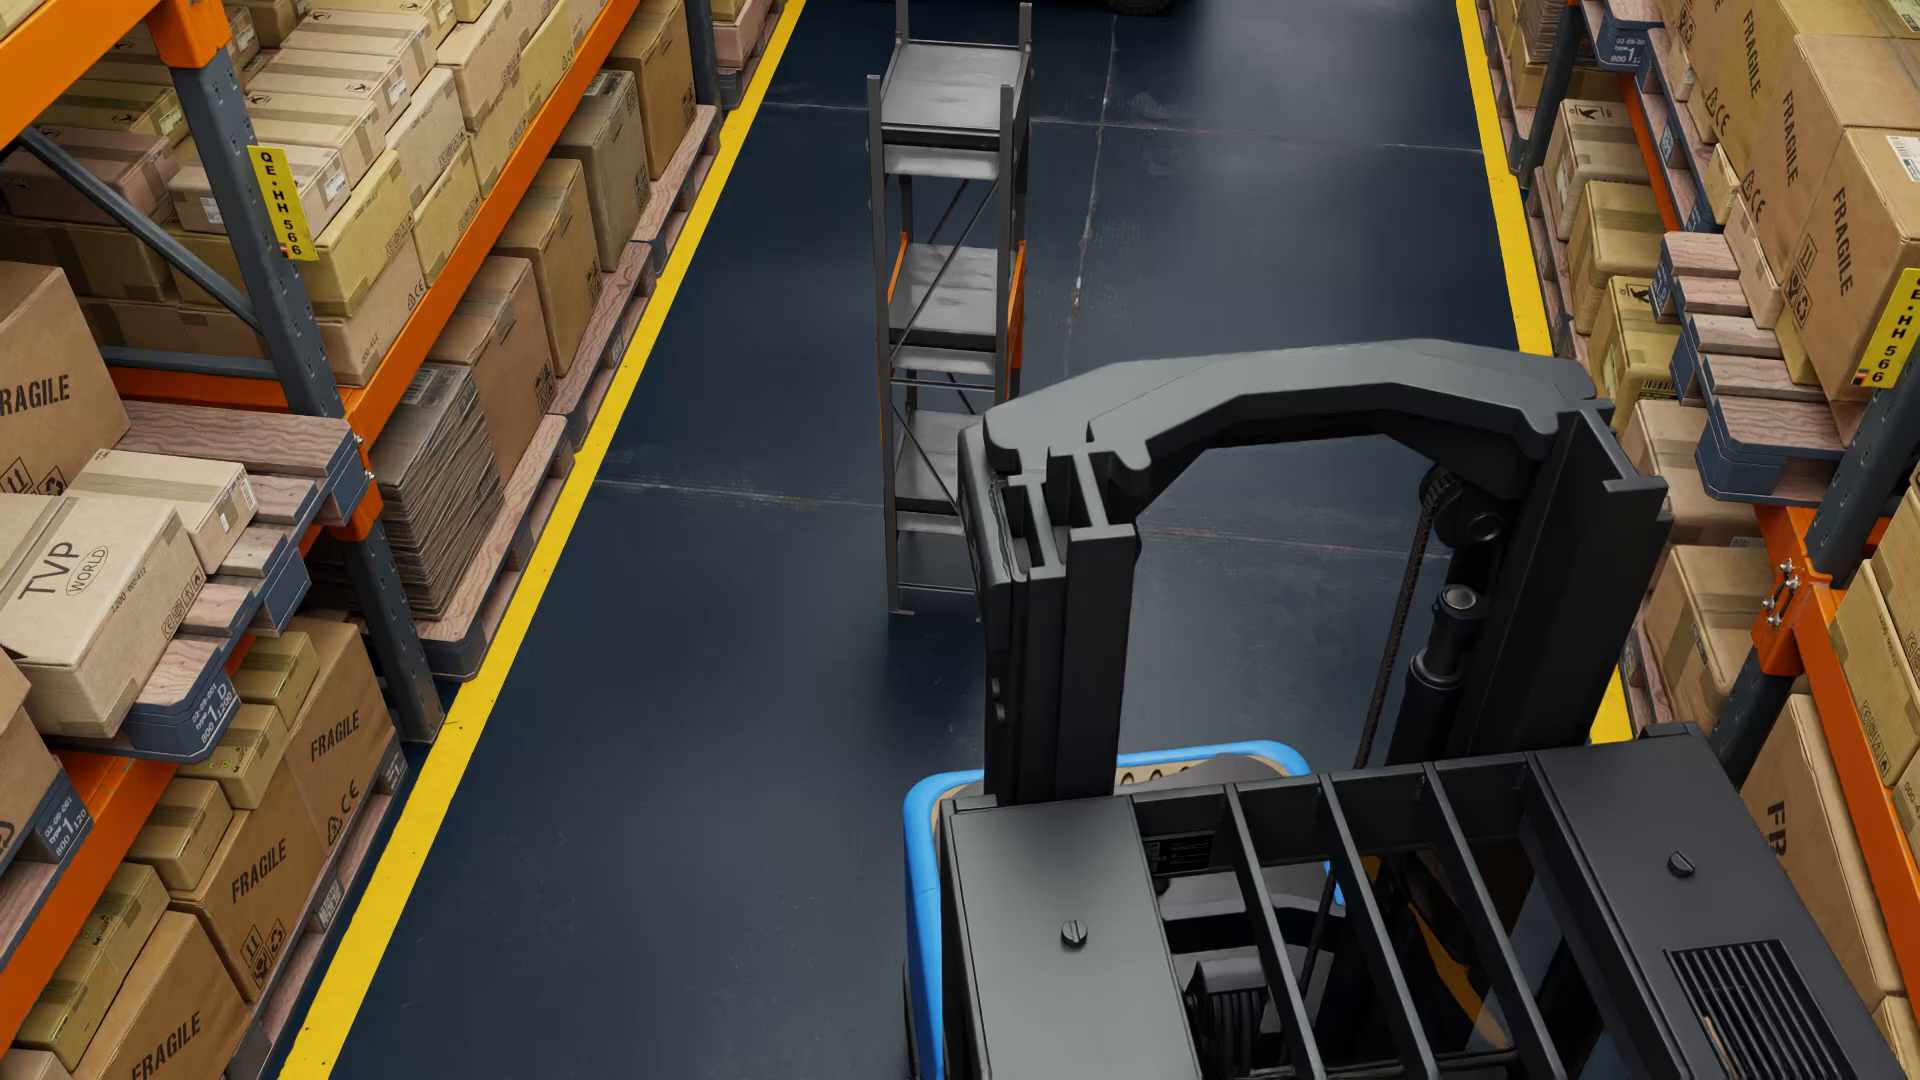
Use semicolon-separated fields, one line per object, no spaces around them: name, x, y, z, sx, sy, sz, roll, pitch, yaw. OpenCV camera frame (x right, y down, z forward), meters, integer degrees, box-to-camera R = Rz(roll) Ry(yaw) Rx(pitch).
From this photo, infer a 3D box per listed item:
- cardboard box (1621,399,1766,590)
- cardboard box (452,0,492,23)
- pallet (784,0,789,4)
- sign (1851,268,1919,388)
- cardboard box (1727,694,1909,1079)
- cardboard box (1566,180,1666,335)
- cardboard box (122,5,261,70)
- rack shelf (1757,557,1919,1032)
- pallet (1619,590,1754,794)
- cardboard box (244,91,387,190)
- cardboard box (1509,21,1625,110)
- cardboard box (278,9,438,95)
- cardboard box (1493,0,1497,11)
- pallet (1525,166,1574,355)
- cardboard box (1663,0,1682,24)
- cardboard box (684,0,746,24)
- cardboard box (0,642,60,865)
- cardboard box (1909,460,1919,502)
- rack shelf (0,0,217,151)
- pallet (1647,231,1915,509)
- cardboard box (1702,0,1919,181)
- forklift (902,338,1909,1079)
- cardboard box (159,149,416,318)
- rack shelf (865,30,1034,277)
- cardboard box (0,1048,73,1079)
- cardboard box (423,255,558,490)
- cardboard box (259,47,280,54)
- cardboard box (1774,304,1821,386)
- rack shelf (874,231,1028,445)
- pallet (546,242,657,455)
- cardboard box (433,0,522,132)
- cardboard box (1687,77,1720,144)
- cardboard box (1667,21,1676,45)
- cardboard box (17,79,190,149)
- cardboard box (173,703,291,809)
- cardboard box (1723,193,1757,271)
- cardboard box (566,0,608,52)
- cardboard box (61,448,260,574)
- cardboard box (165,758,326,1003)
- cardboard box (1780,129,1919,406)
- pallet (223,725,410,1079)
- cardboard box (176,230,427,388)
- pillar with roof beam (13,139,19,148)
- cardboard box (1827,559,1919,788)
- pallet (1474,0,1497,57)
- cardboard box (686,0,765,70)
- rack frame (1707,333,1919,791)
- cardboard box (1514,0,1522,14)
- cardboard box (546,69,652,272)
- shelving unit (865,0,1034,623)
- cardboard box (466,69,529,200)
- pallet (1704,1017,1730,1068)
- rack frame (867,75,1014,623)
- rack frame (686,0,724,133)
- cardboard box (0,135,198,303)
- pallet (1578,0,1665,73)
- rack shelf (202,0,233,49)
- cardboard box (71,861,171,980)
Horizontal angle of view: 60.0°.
cardboard box;2.856;-0.130;5.811;0.950;0.372;0.625;4;44;5
cardboard box;-1.745;-1.835;5.462;0.380;0.149;0.250;6;44;6
pallet;-1.405;-3.578;9.875;1.003;0.211;1.213;5;44;6
sign;2.142;-0.478;3.789;0.100;0.325;0.005;5;44;6
cardboard box;2.508;1.038;4.212;0.875;0.875;0.875;5;44;5
cardboard box;3.052;-1.120;6.857;0.950;0.372;0.625;8;44;8
cardboard box;-2.415;-1.538;5.148;0.380;0.149;0.250;4;44;5
rack shelf;2.417;1.580;2.923;1.077;0.370;4.000;5;44;6
pallet;2.786;0.436;5.636;1.003;0.211;1.213;5;44;6
cardboard box;-1.871;-1.137;4.724;0.380;0.149;0.250;6;44;6
cardboard box;3.022;-2.351;8.246;0.500;0.250;0.500;7;44;7
cardboard box;-1.841;-1.494;5.101;0.380;0.149;0.250;6;44;6
cardboard box;3.154;-3.061;8.996;0.500;0.250;0.500;6;44;6
pallet;3.109;-1.227;7.392;1.003;0.211;1.213;5;44;6
cardboard box;2.719;-2.096;5.688;0.500;0.500;0.500;5;44;5
cardboard box;-1.340;-2.856;8.415;0.500;0.250;0.500;5;44;5
cardboard box;-2.272;0.447;3.216;0.797;0.503;0.637;4;44;5
cardboard box;2.374;-0.129;3.405;0.500;0.500;0.500;4;44;4
rack shelf;-2.504;0.043;2.365;1.077;0.370;4.000;5;44;6
pallet;2.670;-0.470;4.704;1.213;0.211;1.003;5;44;6
cardboard box;2.589;-1.373;4.924;0.500;0.500;0.500;3;43;3
forklift;0.548;1.258;2.790;1.130;2.935;3.031;-5;44;-5
cardboard box;-1.914;-0.898;4.762;0.500;0.250;0.500;5;44;5
rack shelf;-0.022;-1.148;4.937;0.431;0.518;0.480;5;44;6
cardboard box;-2.257;1.288;3.749;0.380;0.149;0.250;3;44;4
cardboard box;-2.065;-0.653;6.179;0.875;0.625;0.625;7;44;7
cardboard box;-2.320;-1.641;5.547;0.500;0.250;0.500;5;44;5
cardboard box;2.455;-0.539;4.515;0.380;0.149;0.250;6;44;6
rack shelf;-0.022;-0.640;5.418;0.431;0.518;0.480;5;44;6
pallet;-1.928;-0.867;7.012;1.003;0.211;1.213;5;44;6
cardboard box;-1.784;-1.596;5.499;0.500;0.250;0.500;4;44;4
cardboard box;2.618;-1.413;5.438;0.380;0.149;0.250;4;44;4
cardboard box;2.711;-1.774;5.819;0.380;0.149;0.250;6;44;6
cardboard box;-2.473;-1.193;4.784;0.380;0.149;0.250;6;44;7
cardboard box;-2.059;0.576;4.501;0.380;0.149;0.250;3;44;3
cardboard box;2.485;-0.886;4.881;0.380;0.149;0.250;3;44;4
cardboard box;-1.675;-2.118;6.414;0.500;0.250;0.500;5;44;6
cardboard box;-1.946;-0.071;4.021;0.380;0.149;0.250;6;44;6
cardboard box;-2.159;0.910;4.619;0.500;0.500;0.500;5;44;5
cardboard box;2.466;-0.676;4.188;0.500;0.500;0.500;4;44;4
pallet;-2.375;1.025;5.014;1.003;0.211;1.213;5;44;6
cardboard box;-1.938;-0.718;4.936;0.500;0.250;0.500;5;44;6
pillar with roof beam;1.307;-3.250;3.137;9.100;9.000;0.400;5;44;6
cardboard box;2.367;0.321;3.838;0.500;0.250;0.500;5;44;5
pallet;3.423;-3.052;9.320;1.003;0.211;1.213;5;44;6
cardboard box;-1.318;-2.672;8.585;0.500;0.250;0.500;6;44;6
rack frame;2.681;-0.044;4.115;1.000;3.000;0.127;5;44;6
cardboard box;3.088;-2.971;8.355;0.500;0.500;0.500;6;44;6
cardboard box;-1.878;-1.624;7.205;0.875;0.625;0.625;5;44;5
shelving unit;-0.022;-0.650;5.409;0.431;2.100;0.503;5;44;6
cardboard box;-1.806;-1.412;5.669;0.500;0.250;0.500;4;44;4
pallet;2.502;1.499;4.513;1.003;0.211;1.213;5;44;6
rack frame;-0.054;-0.483;5.233;0.400;2.100;0.015;5;44;6
rack frame;-1.710;-3.219;7.468;1.000;3.000;0.127;5;44;6
cardboard box;-2.455;-0.951;4.818;0.500;0.250;0.500;6;44;6
pallet;2.965;-2.193;6.524;1.003;0.211;1.213;5;44;6
rack shelf;-1.975;-2.684;5.244;1.077;0.370;4.000;5;44;6
cardboard box;-2.217;0.927;4.130;0.380;0.149;0.250;6;44;7
